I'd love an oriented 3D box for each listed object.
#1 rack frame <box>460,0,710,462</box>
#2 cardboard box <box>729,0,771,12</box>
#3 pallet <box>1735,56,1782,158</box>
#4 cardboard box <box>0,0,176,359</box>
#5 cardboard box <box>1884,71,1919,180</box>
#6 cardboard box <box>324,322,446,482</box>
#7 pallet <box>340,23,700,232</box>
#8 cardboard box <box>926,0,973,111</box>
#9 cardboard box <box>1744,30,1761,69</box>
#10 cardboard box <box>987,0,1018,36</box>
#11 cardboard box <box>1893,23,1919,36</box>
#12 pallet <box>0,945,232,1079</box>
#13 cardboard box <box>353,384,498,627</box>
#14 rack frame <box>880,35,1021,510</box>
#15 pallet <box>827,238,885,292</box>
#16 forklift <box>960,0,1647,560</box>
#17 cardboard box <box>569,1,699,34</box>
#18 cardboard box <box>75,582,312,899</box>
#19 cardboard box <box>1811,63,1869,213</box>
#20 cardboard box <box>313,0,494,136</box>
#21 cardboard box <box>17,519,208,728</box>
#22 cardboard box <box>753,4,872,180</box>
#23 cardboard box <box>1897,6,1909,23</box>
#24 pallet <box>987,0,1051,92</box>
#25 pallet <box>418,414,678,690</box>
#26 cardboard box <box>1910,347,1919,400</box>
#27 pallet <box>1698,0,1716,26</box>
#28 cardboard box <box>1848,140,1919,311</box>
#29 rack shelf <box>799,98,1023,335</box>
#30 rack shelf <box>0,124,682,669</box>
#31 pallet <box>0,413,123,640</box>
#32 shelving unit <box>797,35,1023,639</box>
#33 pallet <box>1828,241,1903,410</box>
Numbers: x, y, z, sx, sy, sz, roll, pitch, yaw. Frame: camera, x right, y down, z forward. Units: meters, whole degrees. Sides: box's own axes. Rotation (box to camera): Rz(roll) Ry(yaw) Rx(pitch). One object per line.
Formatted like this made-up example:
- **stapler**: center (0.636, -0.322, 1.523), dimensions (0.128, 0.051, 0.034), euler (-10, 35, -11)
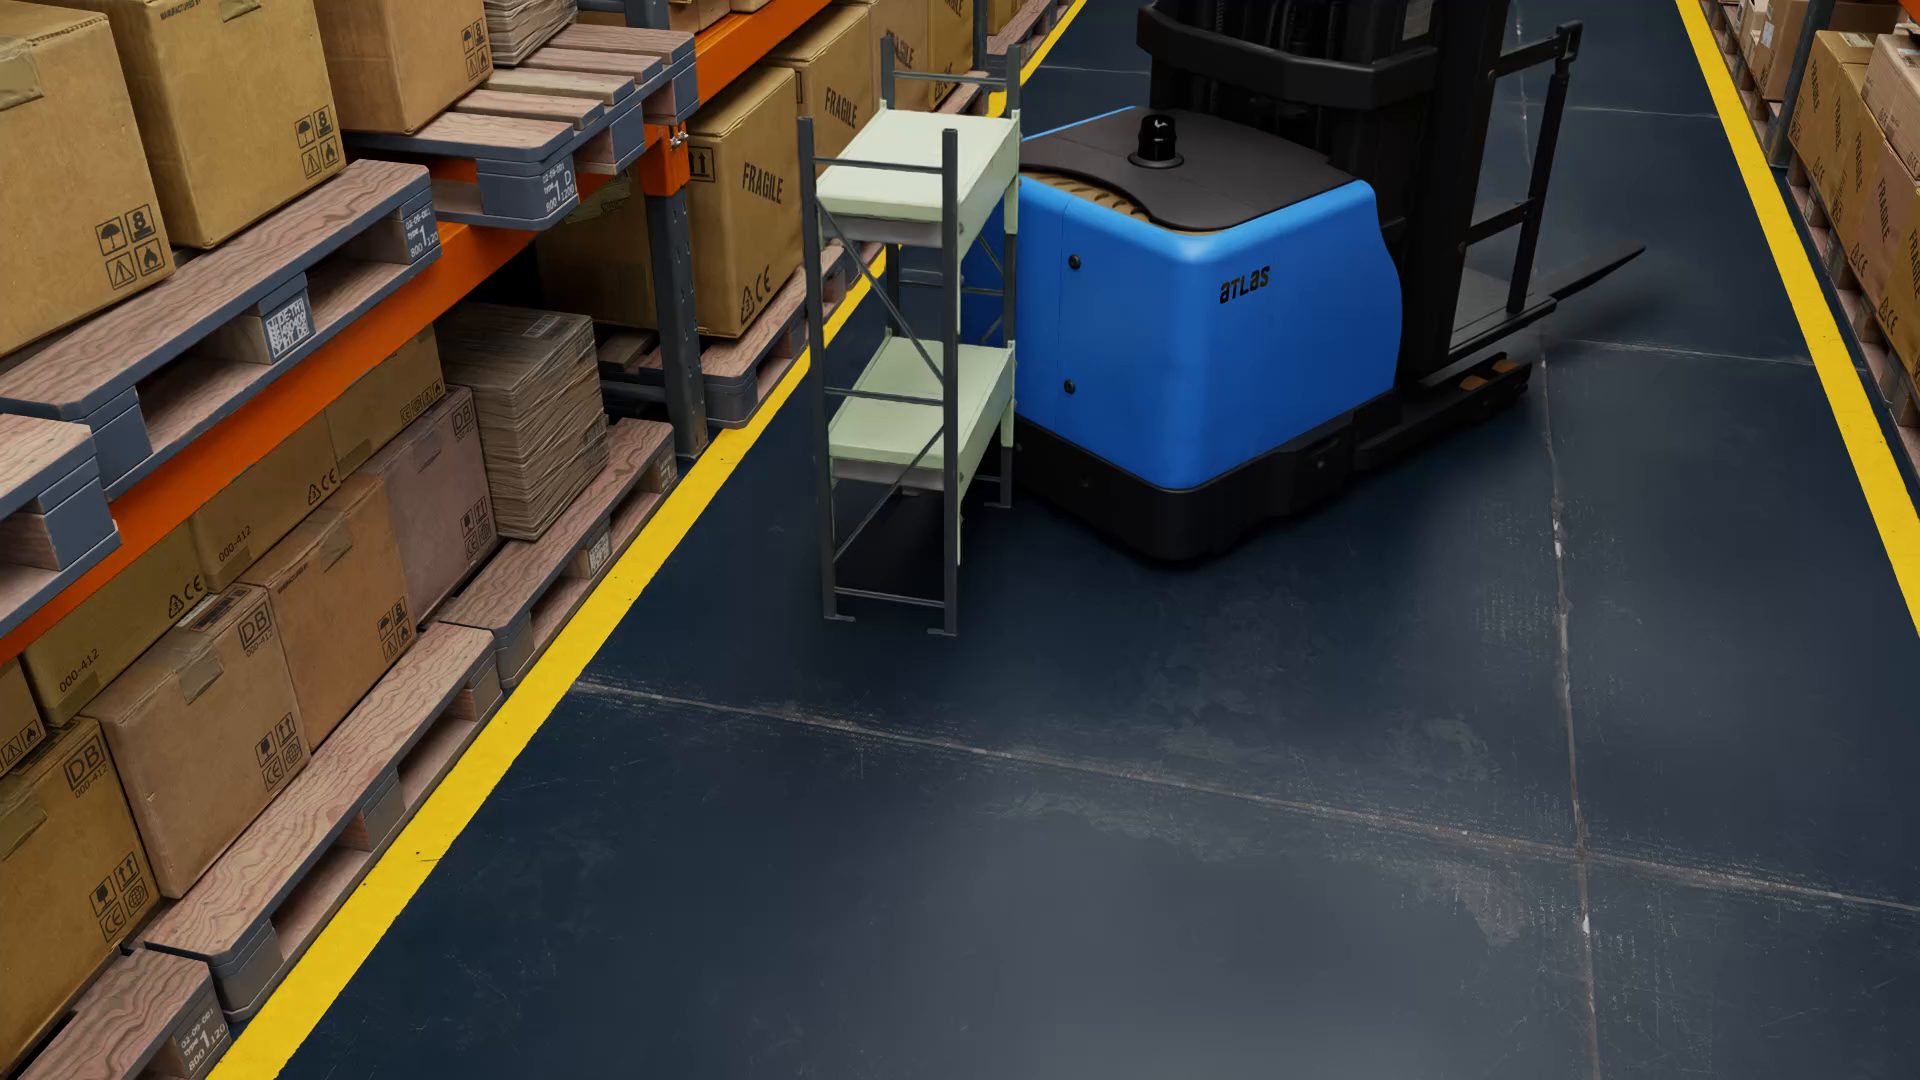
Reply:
- **rack frame**: center (-1.369, -1.632, 5.021), dimensions (1.000, 3.000, 0.127), euler (8, 33, 12)
- **cardboard box**: center (-0.840, -1.930, 5.705), dimensions (0.380, 0.149, 0.250), euler (9, 34, 14)
- **pallet**: center (4.614, -2.214, 8.537), dimensions (1.003, 0.211, 1.213), euler (8, 33, 12)
- **cardboard box**: center (-1.936, -0.678, 3.018), dimensions (0.700, 0.500, 0.500), euler (13, 35, 19)
- **cardboard box**: center (3.700, -1.485, 6.011), dimensions (0.500, 0.250, 0.500), euler (7, 33, 11)
- **cardboard box**: center (-1.706, -0.411, 4.322), dimensions (0.500, 0.250, 0.500), euler (9, 33, 13)
- **pallet**: center (-1.447, -1.167, 4.468), dimensions (1.213, 0.211, 1.003), euler (8, 33, 12)
- **cardboard box**: center (-0.393, -2.623, 8.192), dimensions (0.750, 0.750, 0.750), euler (8, 33, 13)
- **cardboard box**: center (4.346, -2.555, 8.720), dimensions (0.380, 0.149, 0.250), euler (8, 33, 12)
- **cardboard box**: center (-0.065, -3.204, 9.432), dimensions (0.700, 0.500, 0.500), euler (8, 33, 13)
- **cardboard box**: center (4.964, -2.664, 8.875), dimensions (0.380, 0.166, 0.250), euler (8, 33, 12)
- **pallet**: center (-2.188, 1.216, 3.140), dimensions (1.003, 0.211, 1.213), euler (8, 33, 12)
- **cardboard box**: center (-1.744, -0.130, 4.579), dimensions (0.700, 0.500, 0.500), euler (8, 33, 12)
- **rack frame**: center (-0.028, -0.761, 5.049), dimensions (0.400, 1.500, 0.023), euler (8, 33, 12)
- **pallet**: center (-0.784, -1.485, 7.389), dimensions (1.003, 0.211, 1.213), euler (8, 33, 12)
- **forklift**: center (1.422, -1.840, 5.413), dimensions (3.031, 2.935, 1.130), euler (-25, 40, -34)
- **cardboard box**: center (-1.061, -1.674, 5.302), dimensions (0.380, 0.149, 0.250), euler (8, 33, 12)
- **cardboard box**: center (-1.962, 0.395, 3.753), dimensions (0.700, 0.500, 0.500), euler (8, 33, 13)
- **cardboard box**: center (3.956, -1.670, 7.000), dimensions (0.500, 0.500, 0.500), euler (8, 33, 13)
- **cardboard box**: center (-1.594, -1.321, 4.028), dimensions (0.700, 0.500, 0.500), euler (5, 33, 8)
- **cardboard box**: center (-1.976, 0.113, 3.497), dimensions (0.500, 0.250, 0.500), euler (7, 33, 11)
- **cardboard box**: center (-0.827, -1.719, 6.771), dimensions (0.750, 0.750, 0.750), euler (8, 33, 12)
- **cardboard box**: center (4.911, -3.143, 9.315), dimensions (0.797, 0.503, 0.637), euler (8, 33, 12)
- **pallet**: center (-0.085, -2.915, 9.638), dimensions (1.003, 0.211, 1.213), euler (8, 33, 12)
- **pallet**: center (-1.569, -0.050, 5.131), dimensions (1.003, 0.211, 1.213), euler (8, 33, 12)
- **cardboard box**: center (3.434, -0.607, 5.329), dimensions (0.500, 0.500, 0.500), euler (9, 34, 14)
- **pallet**: center (5.233, -3.481, 10.529), dimensions (1.003, 0.211, 1.213), euler (8, 33, 12)
- **cardboard box**: center (3.693, -1.149, 6.181), dimensions (0.500, 0.500, 0.500), euler (7, 33, 11)
- **rack shelf**: center (-0.115, -0.900, 4.540), dimensions (0.431, 0.370, 0.720), euler (8, 33, 12)
- **rack shelf**: center (-1.876, -0.290, 3.581), dimensions (1.077, 0.370, 4.000), euler (8, 33, 12)
- **pallet**: center (-2.049, 0.148, 2.400), dimensions (1.003, 0.211, 1.213), euler (8, 33, 12)
- **shelving unit**: center (-0.115, -0.570, 4.749), dimensions (0.431, 1.500, 0.755), euler (8, 33, 12)
- **pallet**: center (3.961, -0.796, 6.305), dimensions (1.003, 0.211, 1.213), euler (8, 33, 12)
